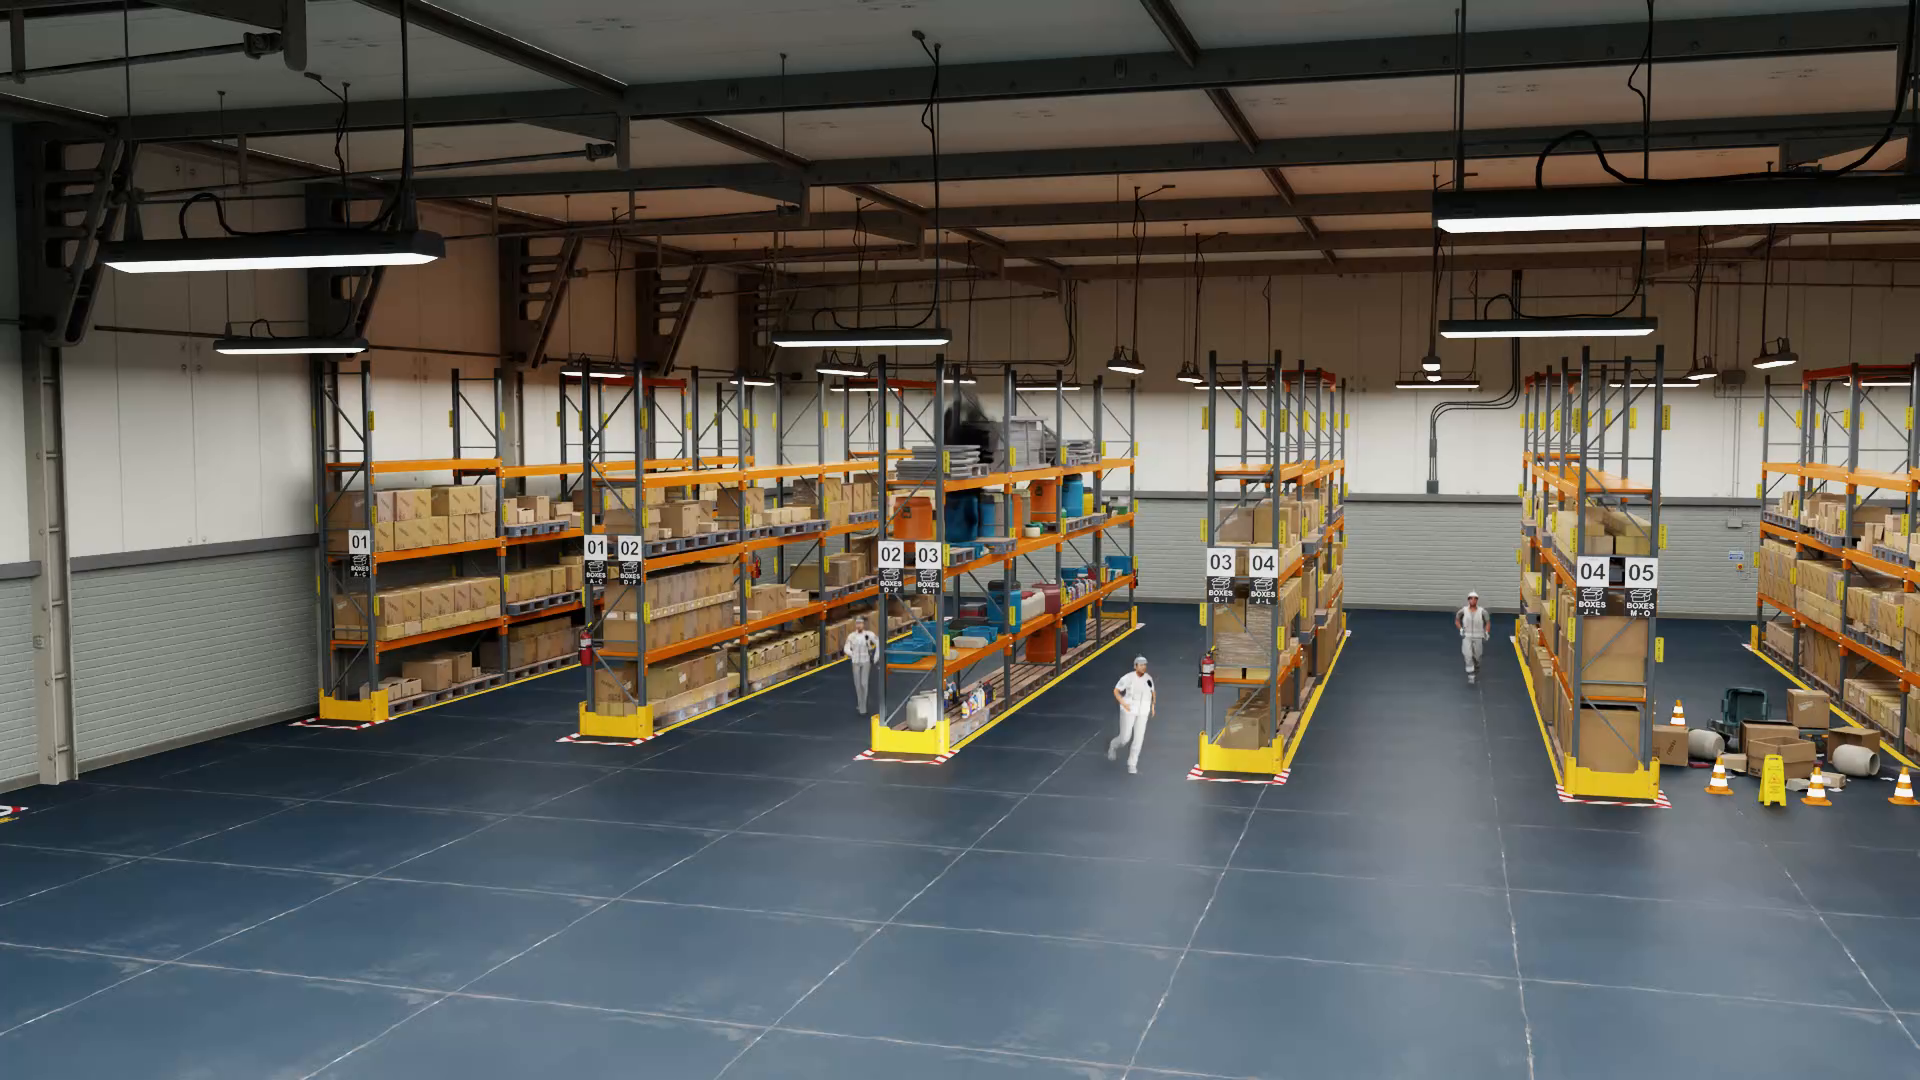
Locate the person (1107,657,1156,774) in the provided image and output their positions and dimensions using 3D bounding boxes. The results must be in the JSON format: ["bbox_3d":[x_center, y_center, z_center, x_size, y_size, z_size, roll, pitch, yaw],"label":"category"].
[{"bbox_3d":[2.540,2.489,23.921,0.670,1.618,0.808,-1,4,-14],"label":"person"}]

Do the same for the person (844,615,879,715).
[{"bbox_3d":[-1.684,2.138,28.488,0.616,1.716,0.683,1,4,12],"label":"person"}]

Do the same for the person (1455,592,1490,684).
[{"bbox_3d":[9.804,1.866,31.836,0.656,1.745,0.610,1,4,18],"label":"person"}]
